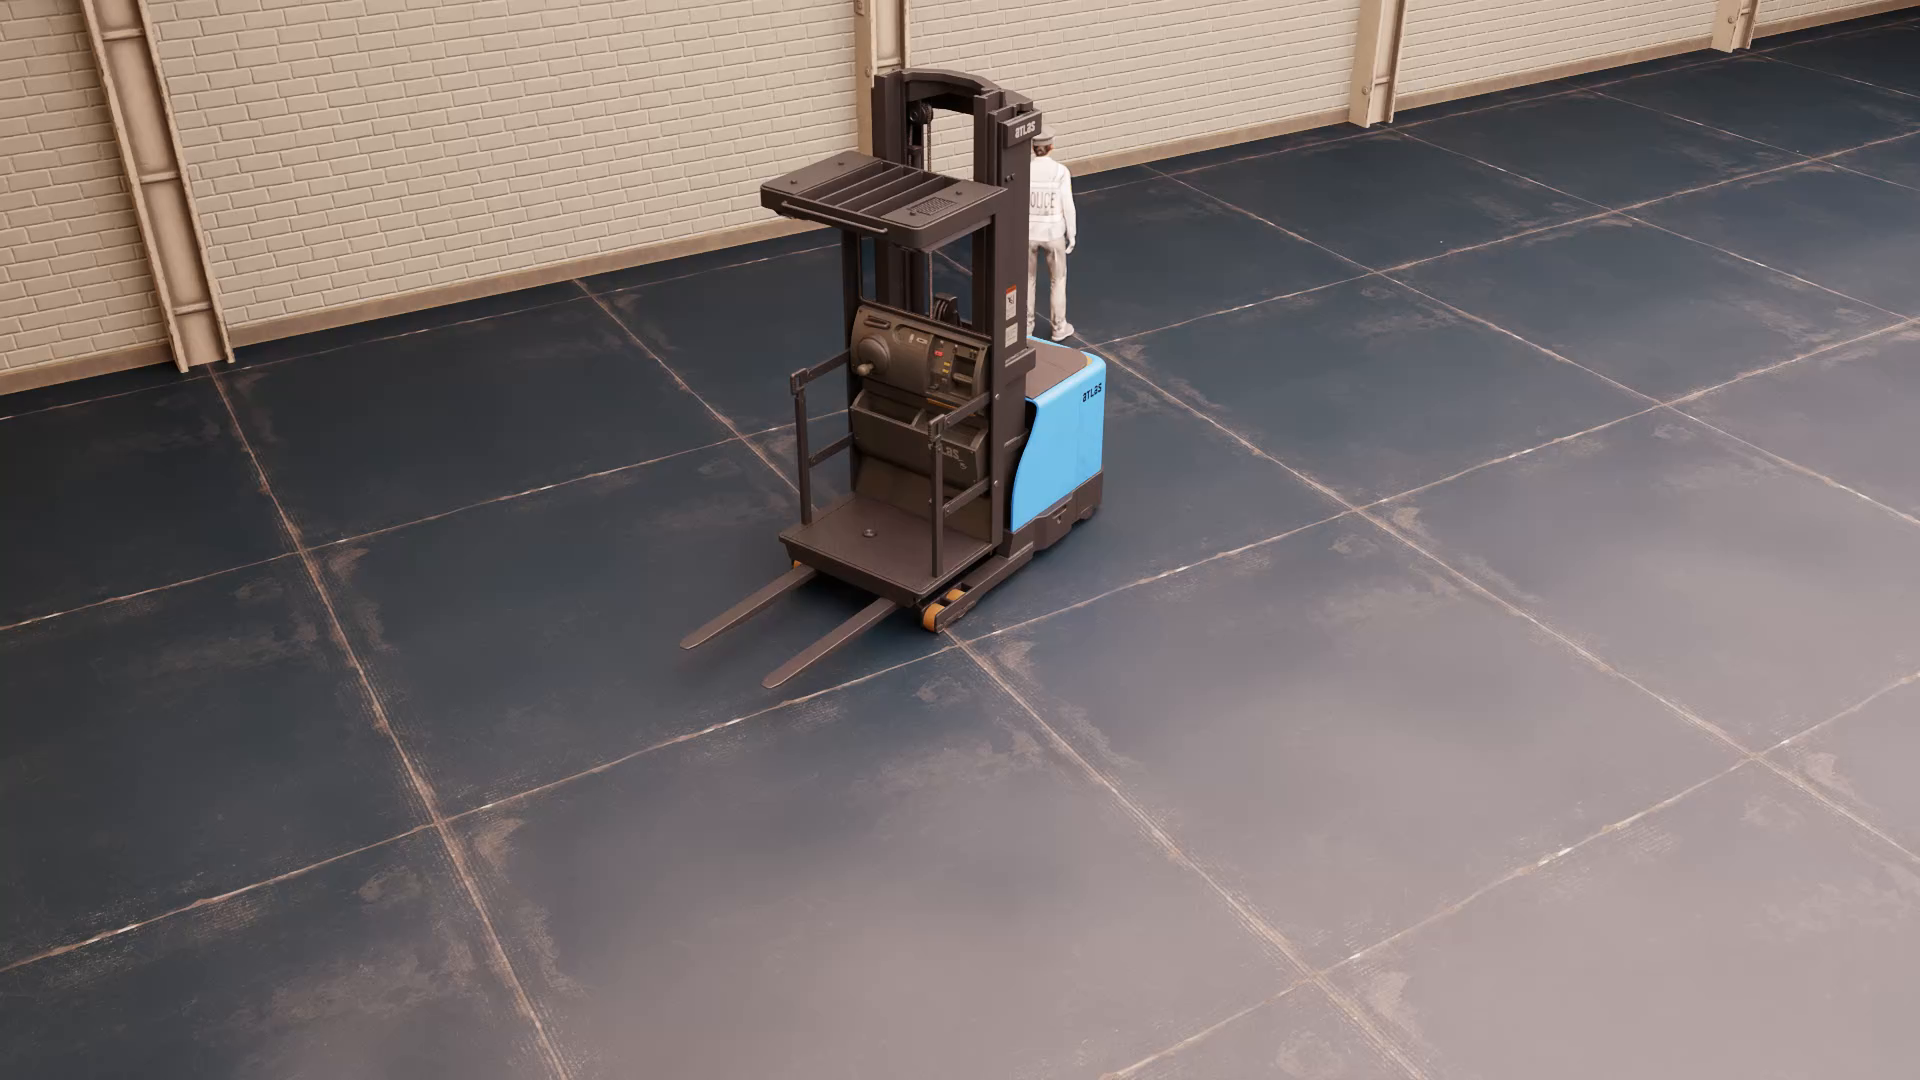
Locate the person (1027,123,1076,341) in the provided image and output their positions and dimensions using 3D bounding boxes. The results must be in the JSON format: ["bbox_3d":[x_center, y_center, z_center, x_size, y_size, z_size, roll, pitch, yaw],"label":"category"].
[{"bbox_3d":[0.626,-2.341,12.794,0.538,1.662,0.373,5,31,8],"label":"person"}]

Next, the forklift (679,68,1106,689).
[{"bbox_3d":[-0.365,-1.007,9.329,1.130,2.935,3.031,21,37,31],"label":"forklift"}]
